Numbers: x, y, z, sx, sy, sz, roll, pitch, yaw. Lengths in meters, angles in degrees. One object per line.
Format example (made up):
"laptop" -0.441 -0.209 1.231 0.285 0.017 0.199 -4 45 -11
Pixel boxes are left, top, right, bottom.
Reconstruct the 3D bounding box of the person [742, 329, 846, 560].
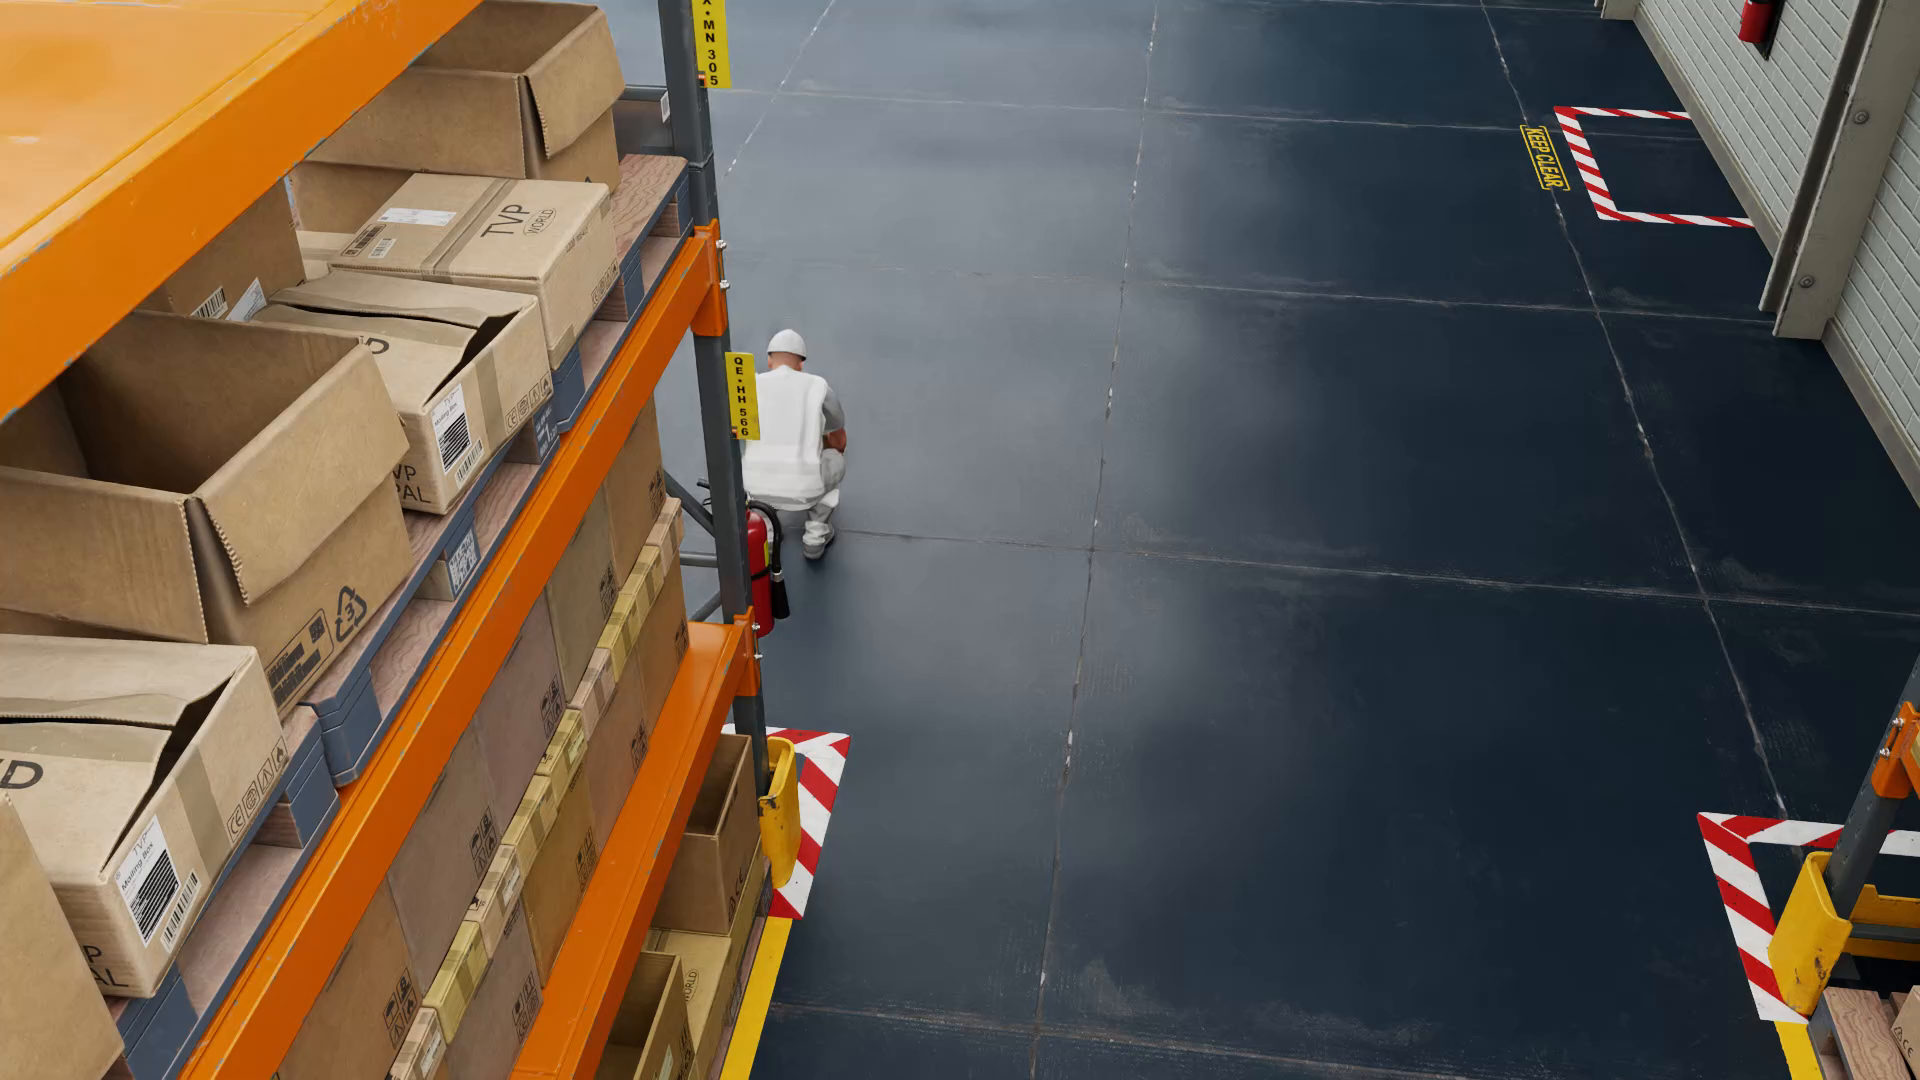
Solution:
"person" -0.864 -0.465 8.347 0.573 0.998 0.881 4 36 6
